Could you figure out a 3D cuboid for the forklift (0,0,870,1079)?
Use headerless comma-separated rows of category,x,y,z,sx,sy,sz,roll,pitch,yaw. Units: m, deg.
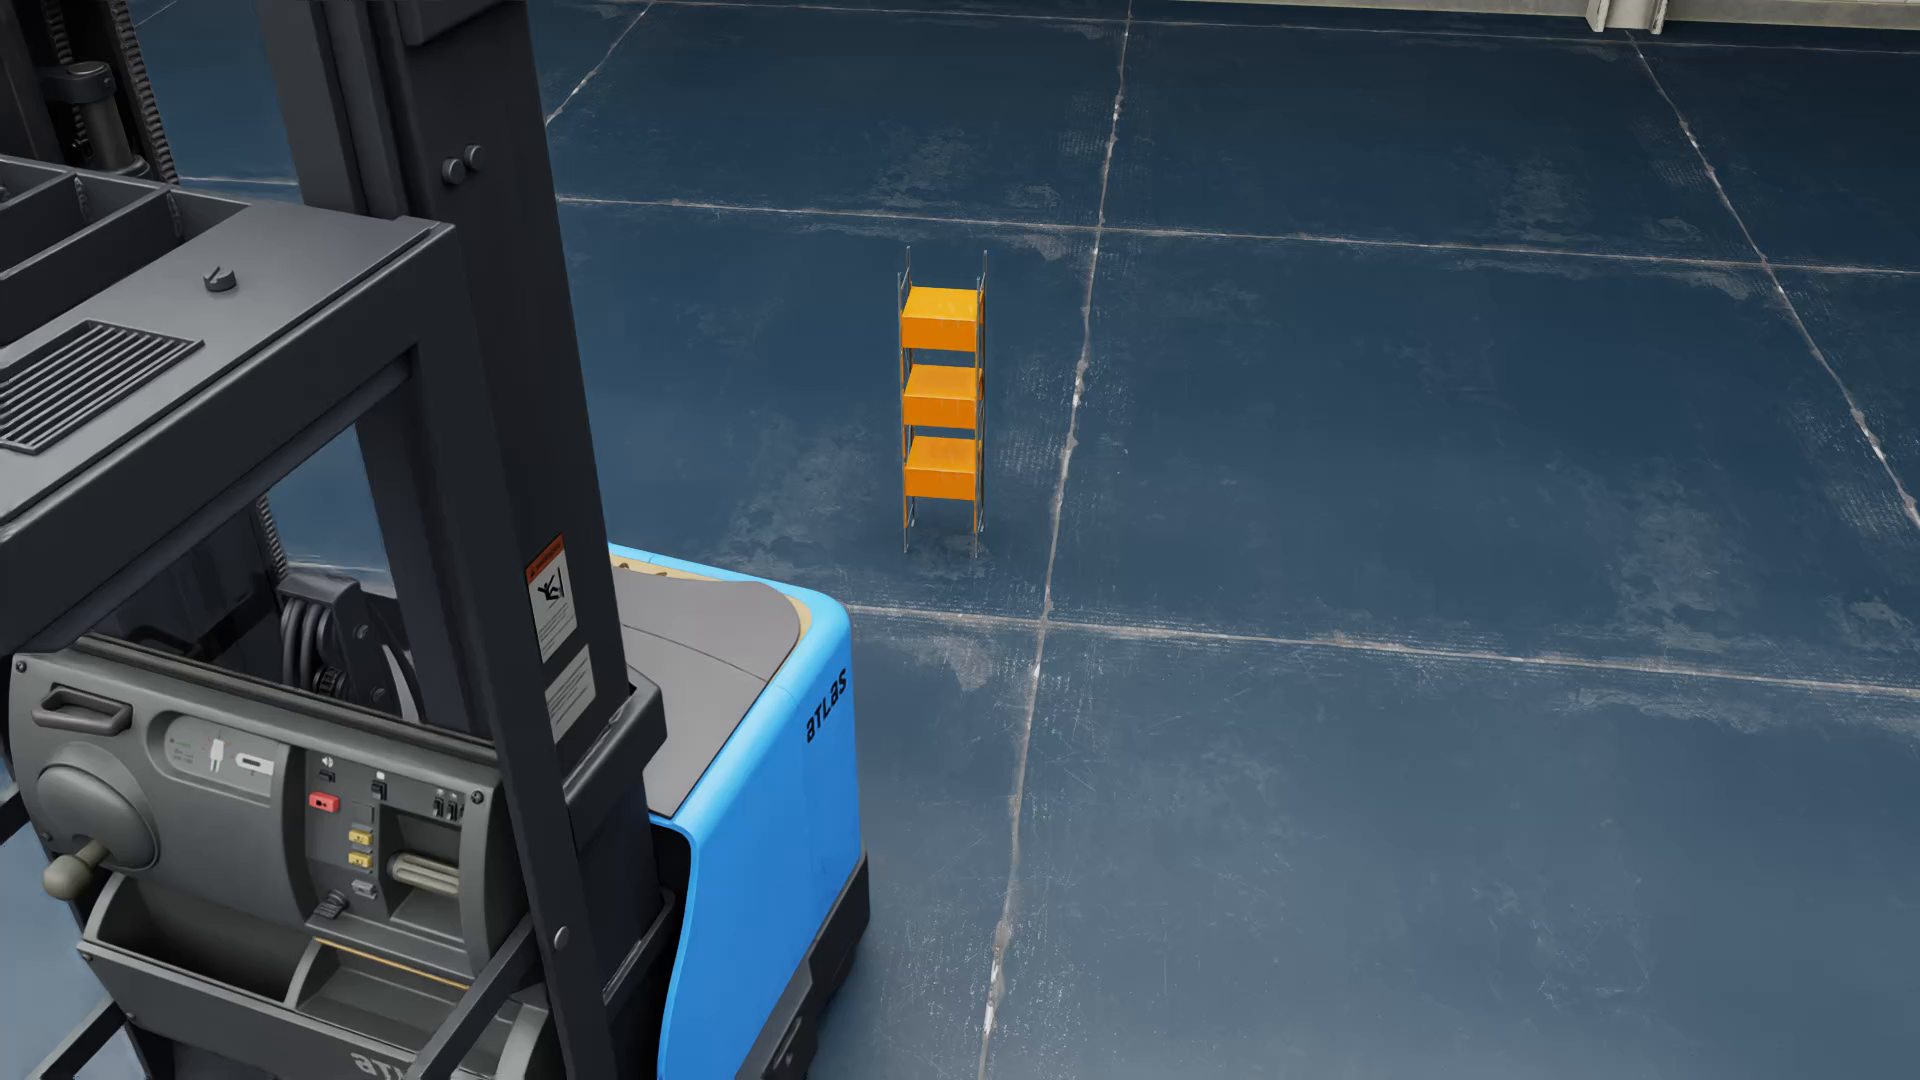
forklift,-1.219,0.513,2.508,1.130,2.935,3.031,12,37,16

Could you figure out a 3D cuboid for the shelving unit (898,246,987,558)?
shelving unit,-0.053,-0.431,5.451,0.252,1.050,0.215,4,36,6

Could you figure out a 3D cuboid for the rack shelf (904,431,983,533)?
rack shelf,-0.053,-0.196,5.618,0.240,0.259,0.215,4,36,6

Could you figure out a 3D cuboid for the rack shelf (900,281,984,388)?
rack shelf,-0.053,-0.654,5.292,0.240,0.259,0.215,4,36,6

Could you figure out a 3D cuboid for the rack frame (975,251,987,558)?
rack frame,0.068,-0.422,5.438,0.008,1.050,0.200,4,36,6

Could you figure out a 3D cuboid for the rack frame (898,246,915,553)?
rack frame,-0.174,-0.440,5.463,0.008,1.050,0.200,4,36,6

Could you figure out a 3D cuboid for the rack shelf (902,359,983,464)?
rack shelf,-0.053,-0.423,5.457,0.240,0.259,0.215,4,36,6

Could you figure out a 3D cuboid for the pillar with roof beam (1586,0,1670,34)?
pillar with roof beam,3.503,-4.334,4.077,0.400,9.000,9.100,4,36,6
